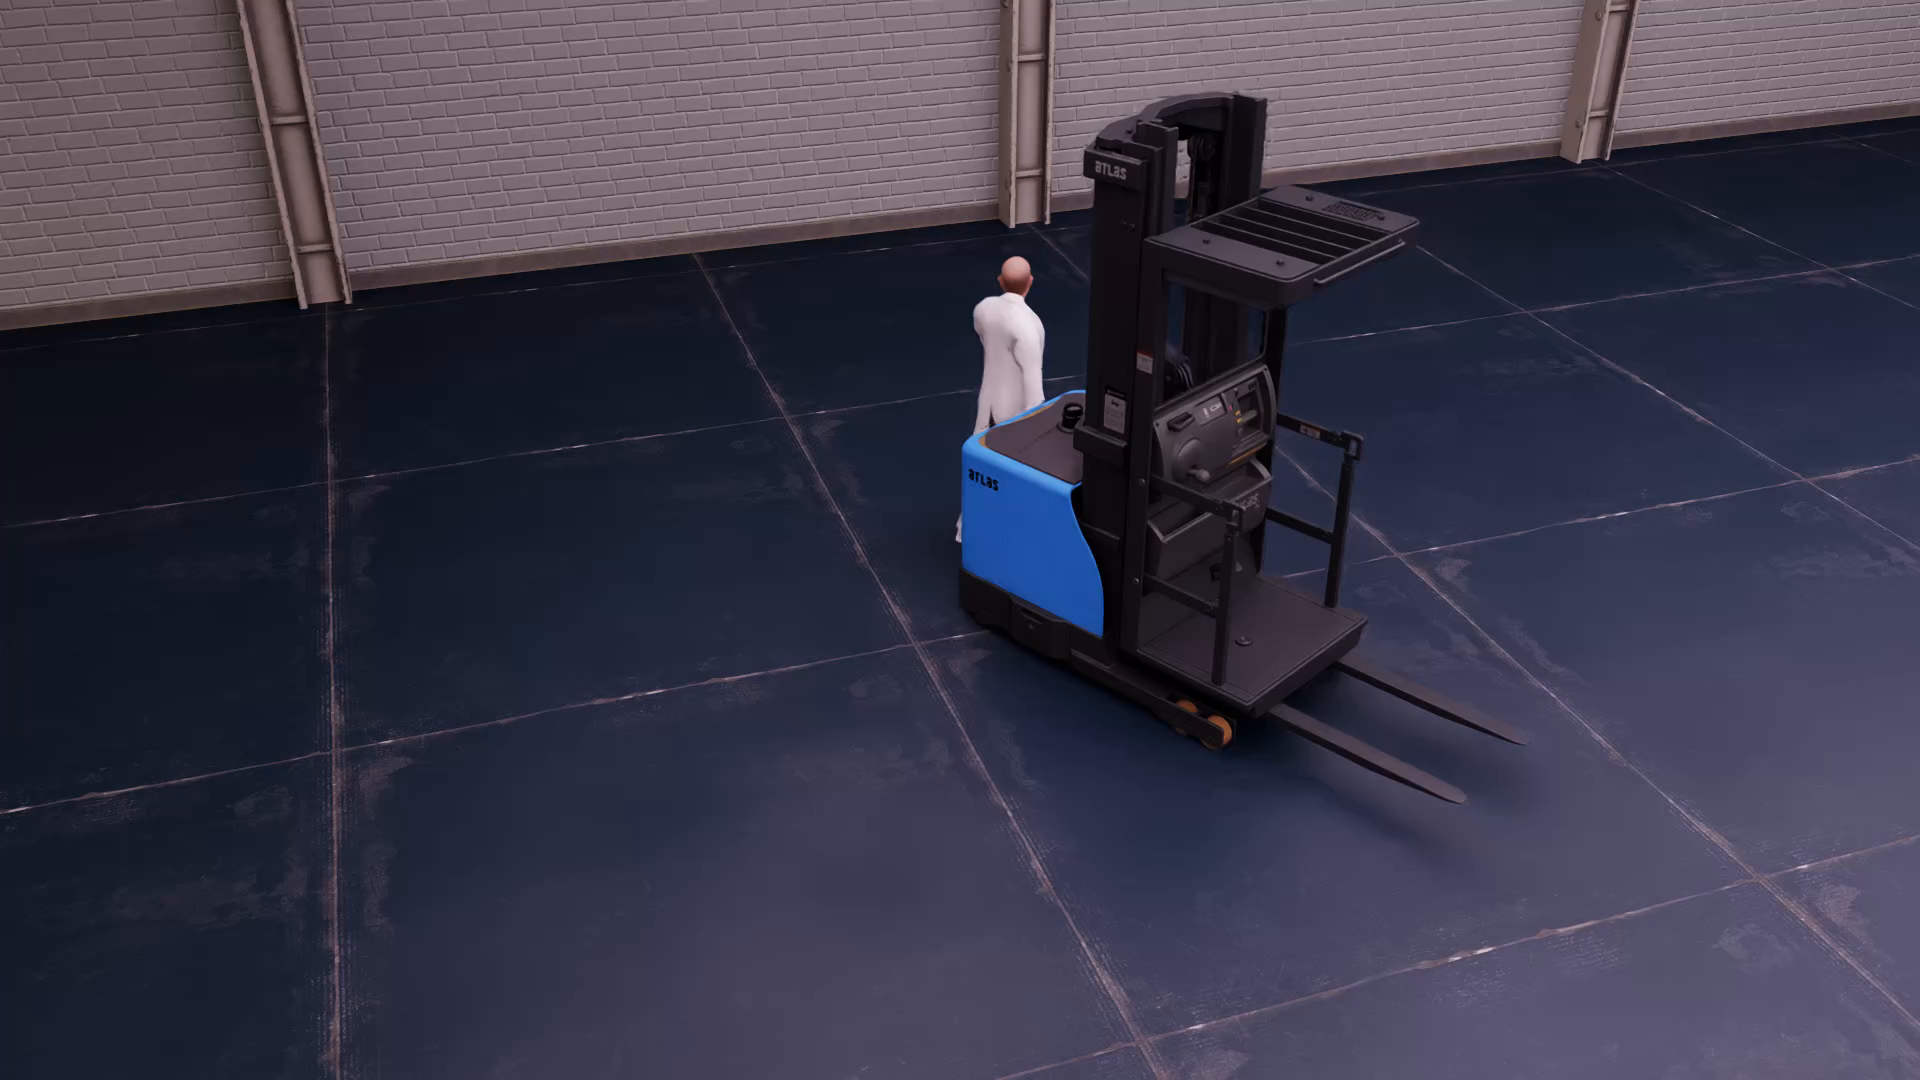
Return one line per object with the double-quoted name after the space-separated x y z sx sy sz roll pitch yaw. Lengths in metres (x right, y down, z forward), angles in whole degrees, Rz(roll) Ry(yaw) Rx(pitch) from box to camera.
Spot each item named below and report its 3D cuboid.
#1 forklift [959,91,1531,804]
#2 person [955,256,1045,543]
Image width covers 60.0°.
1.404 -0.529 8.006 3.031 2.935 1.130 26 39 37 "forklift"
0.398 -0.829 9.728 0.919 1.741 0.783 -19 35 -30 "person"
